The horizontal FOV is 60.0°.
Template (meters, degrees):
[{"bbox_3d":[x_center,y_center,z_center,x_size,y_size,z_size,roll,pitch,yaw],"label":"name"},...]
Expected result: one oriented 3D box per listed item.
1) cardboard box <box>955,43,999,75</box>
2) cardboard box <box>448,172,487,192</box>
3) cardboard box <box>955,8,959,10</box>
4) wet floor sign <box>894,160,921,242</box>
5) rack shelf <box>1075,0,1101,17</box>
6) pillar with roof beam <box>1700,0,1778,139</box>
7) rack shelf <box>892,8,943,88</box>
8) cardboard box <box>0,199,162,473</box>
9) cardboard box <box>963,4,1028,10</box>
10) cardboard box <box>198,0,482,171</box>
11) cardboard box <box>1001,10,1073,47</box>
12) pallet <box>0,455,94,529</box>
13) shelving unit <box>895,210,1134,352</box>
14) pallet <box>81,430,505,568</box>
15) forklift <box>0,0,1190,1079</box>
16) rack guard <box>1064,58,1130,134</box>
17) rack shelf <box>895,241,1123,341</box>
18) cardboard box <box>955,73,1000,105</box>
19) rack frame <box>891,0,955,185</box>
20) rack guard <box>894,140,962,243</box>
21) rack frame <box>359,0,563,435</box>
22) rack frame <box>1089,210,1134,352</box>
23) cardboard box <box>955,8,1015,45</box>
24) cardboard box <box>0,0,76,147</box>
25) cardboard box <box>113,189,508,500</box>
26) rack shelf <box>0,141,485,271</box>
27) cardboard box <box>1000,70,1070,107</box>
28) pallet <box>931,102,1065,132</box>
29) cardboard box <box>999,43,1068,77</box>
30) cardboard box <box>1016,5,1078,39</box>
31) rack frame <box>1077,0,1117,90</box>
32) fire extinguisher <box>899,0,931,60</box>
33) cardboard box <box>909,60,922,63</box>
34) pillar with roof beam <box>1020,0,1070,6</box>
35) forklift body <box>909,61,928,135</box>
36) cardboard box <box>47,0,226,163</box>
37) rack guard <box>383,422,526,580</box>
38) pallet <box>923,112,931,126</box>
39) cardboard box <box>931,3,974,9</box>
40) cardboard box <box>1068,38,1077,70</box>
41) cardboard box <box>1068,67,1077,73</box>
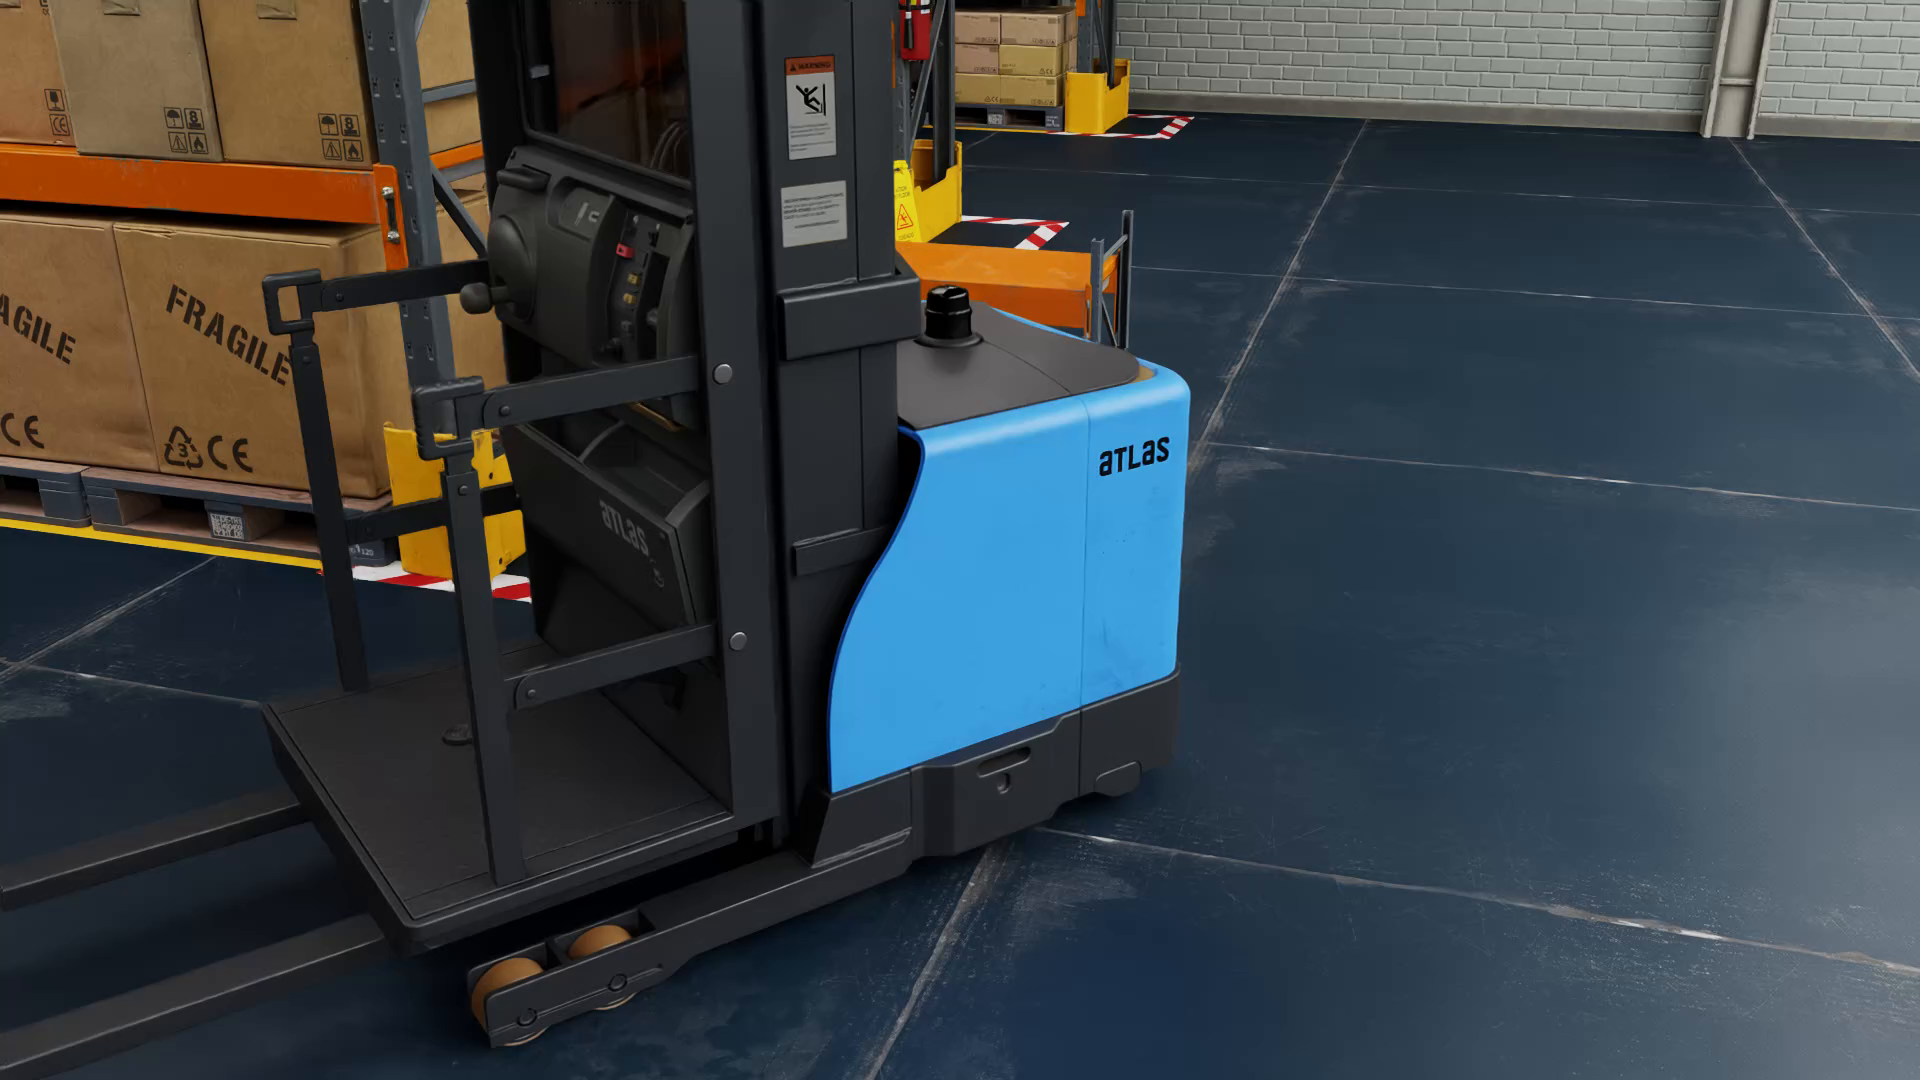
[{"bbox_3d":[0.164,-4.245,14.578,0.500,0.250,0.500,6,23,15],"label":"cardboard box"},{"bbox_3d":[-3.062,-2.433,10.818,0.500,0.250,0.500,8,24,19],"label":"cardboard box"},{"bbox_3d":[-0.311,-4.520,14.590,0.500,0.250,0.500,7,23,16],"label":"cardboard box"},{"bbox_3d":[-0.360,-1.790,9.284,0.232,0.644,0.267,16,27,34],"label":"wet floor sign"},{"bbox_3d":[-0.718,-4.979,14.905,4.000,0.370,1.077,7,23,16],"label":"rack shelf"},{"bbox_3d":[5.291,-6.050,8.663,0.400,9.000,9.100,7,23,16],"label":"pillar with roof beam"},{"bbox_3d":[-2.148,-3.176,10.507,4.000,0.370,1.077,7,23,16],"label":"rack shelf"},{"bbox_3d":[-3.078,-0.837,6.104,0.875,0.875,0.875,6,23,15],"label":"cardboard box"},{"bbox_3d":[0.312,-4.653,14.912,0.500,0.250,0.500,7,23,16],"label":"cardboard box"},{"bbox_3d":[-1.935,-1.573,5.455,0.550,0.550,0.875,7,23,16],"label":"cardboard box"},{"bbox_3d":[0.666,-4.415,14.333,0.500,0.250,0.500,7,23,17],"label":"cardboard box"},{"bbox_3d":[-3.519,-0.383,6.426,1.213,0.211,1.003,7,23,15],"label":"pallet"},{"bbox_3d":[-0.006,-0.521,5.558,1.048,1.125,0.538,7,23,16],"label":"shelving unit"},{"bbox_3d":[-2.355,-0.249,6.098,1.213,0.211,1.003,7,23,15],"label":"pallet"},{"bbox_3d":[-0.943,-0.577,3.316,3.031,2.935,1.130,-15,27,-32],"label":"forklift"},{"bbox_3d":[1.220,-3.934,14.702,0.348,0.500,1.175,7,23,16],"label":"rack guard"},{"bbox_3d":[-0.006,-0.792,5.447,1.000,0.278,0.538,7,23,16],"label":"rack shelf"},{"bbox_3d":[0.182,-4.010,14.663,0.500,0.250,0.500,7,23,15],"label":"cardboard box"},{"bbox_3d":[-0.233,-3.289,9.836,0.127,3.000,1.000,7,23,16],"label":"rack frame"},{"bbox_3d":[-0.306,-2.141,10.331,0.348,0.500,1.175,7,23,16],"label":"rack guard"},{"bbox_3d":[-1.566,-1.480,5.425,0.127,3.000,1.000,7,23,16],"label":"rack frame"},{"bbox_3d":[0.480,-0.465,5.422,0.032,1.125,0.500,7,23,16],"label":"rack frame"},{"bbox_3d":[0.175,-4.469,14.464,0.500,0.250,0.500,7,23,16],"label":"cardboard box"},{"bbox_3d":[-2.967,-1.733,5.844,0.550,0.550,0.875,7,23,16],"label":"cardboard box"},{"bbox_3d":[-2.235,-0.741,5.871,0.875,0.875,0.875,7,23,16],"label":"cardboard box"},{"bbox_3d":[-3.481,-1.366,6.096,4.000,0.370,1.077,7,23,16],"label":"rack shelf"},{"bbox_3d":[0.656,-3.952,14.521,0.500,0.250,0.500,7,23,16],"label":"cardboard box"},{"bbox_3d":[0.453,-3.872,14.930,1.213,0.211,1.003,7,23,16],"label":"pallet"},{"bbox_3d":[0.641,-4.186,14.434,0.500,0.250,0.500,6,23,15],"label":"cardboard box"},{"bbox_3d":[0.791,-4.599,14.782,0.500,0.250,0.500,6,23,15],"label":"cardboard box"},{"bbox_3d":[1.197,-5.093,14.234,0.127,3.000,1.000,7,23,16],"label":"rack frame"},{"bbox_3d":[-0.257,-3.073,9.412,0.183,0.674,0.296,7,23,16],"label":"fire extinguisher"},{"bbox_3d":[-0.337,-4.294,14.697,0.500,0.250,0.500,6,23,14],"label":"cardboard box"},{"bbox_3d":[-0.453,-6.708,10.266,0.400,9.000,9.100,7,23,16],"label":"pillar with roof beam"},{"bbox_3d":[-1.145,-4.245,13.286,1.214,2.155,2.313,7,23,16],"label":"forklift body"},{"bbox_3d":[-2.468,-1.626,5.583,0.550,0.550,0.875,7,23,16],"label":"cardboard box"},{"bbox_3d":[-1.543,-0.320,5.892,0.348,0.500,1.175,7,23,16],"label":"rack guard"},{"bbox_3d":[-0.712,-4.006,15.258,1.213,0.211,1.003,7,23,15],"label":"pallet"},{"bbox_3d":[-0.164,-4.711,15.056,0.500,0.250,0.500,6,23,15],"label":"cardboard box"},{"bbox_3d":[0.807,-4.373,14.890,0.500,0.250,0.500,7,23,16],"label":"cardboard box"},{"bbox_3d":[0.783,-4.140,14.980,0.500,0.250,0.500,7,23,16],"label":"cardboard box"}]
